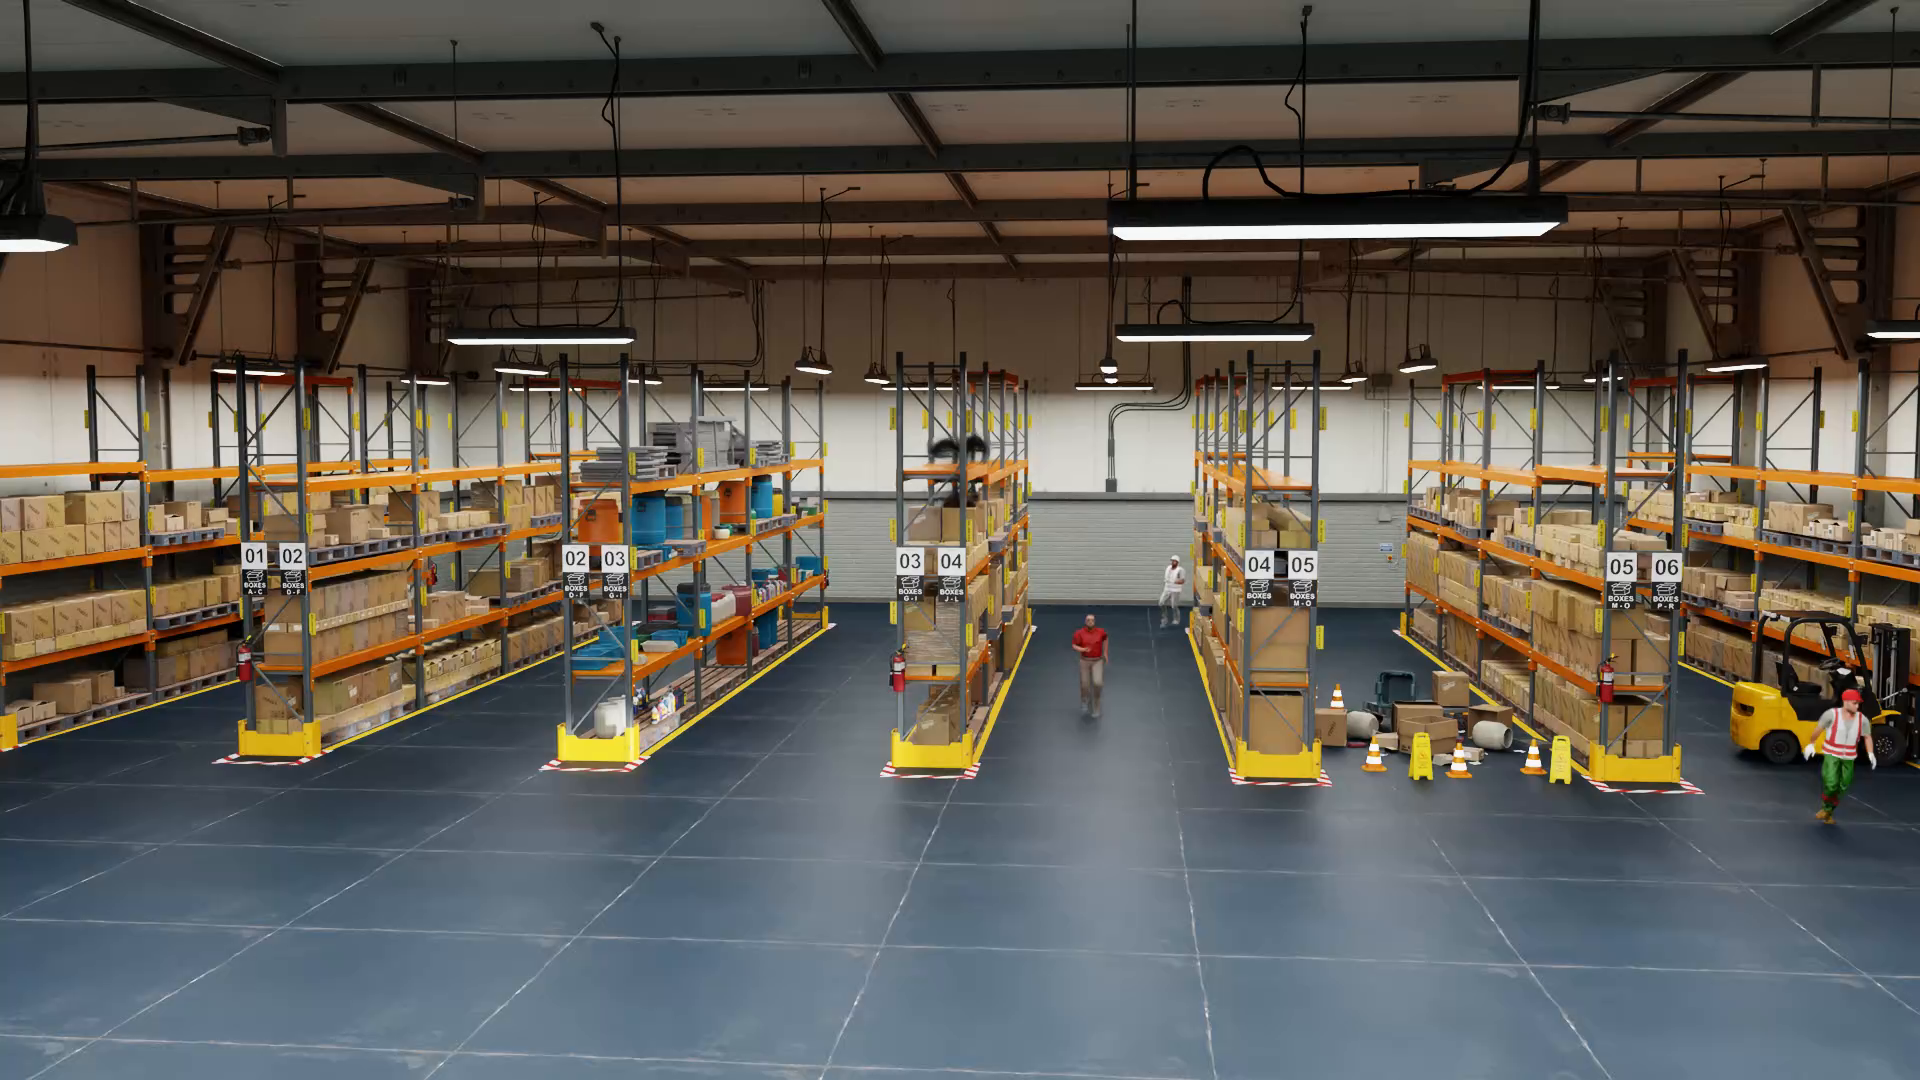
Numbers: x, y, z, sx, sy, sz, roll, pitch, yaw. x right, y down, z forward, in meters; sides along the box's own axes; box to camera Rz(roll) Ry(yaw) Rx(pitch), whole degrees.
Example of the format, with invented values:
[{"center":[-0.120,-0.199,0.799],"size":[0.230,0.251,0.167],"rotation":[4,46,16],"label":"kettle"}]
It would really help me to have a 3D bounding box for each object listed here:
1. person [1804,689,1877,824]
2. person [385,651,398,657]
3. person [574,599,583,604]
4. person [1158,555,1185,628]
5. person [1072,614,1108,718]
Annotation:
[{"center":[10.844,2.676,20.474],"size":[0.664,1.731,0.698],"rotation":[0,4,5],"label":"person"},{"center":[-12.189,1.634,35.571],"size":[0.591,1.718,0.686],"rotation":[-1,4,-9],"label":"person"},{"center":[-10.300,0.986,44.556],"size":[0.814,1.734,0.657],"rotation":[4,6,45],"label":"person"},{"center":[5.189,1.263,40.403],"size":[0.684,1.809,0.703],"rotation":[3,5,39],"label":"person"},{"center":[2.216,2.145,28.277],"size":[0.629,1.790,0.852],"rotation":[0,4,1],"label":"person"}]
